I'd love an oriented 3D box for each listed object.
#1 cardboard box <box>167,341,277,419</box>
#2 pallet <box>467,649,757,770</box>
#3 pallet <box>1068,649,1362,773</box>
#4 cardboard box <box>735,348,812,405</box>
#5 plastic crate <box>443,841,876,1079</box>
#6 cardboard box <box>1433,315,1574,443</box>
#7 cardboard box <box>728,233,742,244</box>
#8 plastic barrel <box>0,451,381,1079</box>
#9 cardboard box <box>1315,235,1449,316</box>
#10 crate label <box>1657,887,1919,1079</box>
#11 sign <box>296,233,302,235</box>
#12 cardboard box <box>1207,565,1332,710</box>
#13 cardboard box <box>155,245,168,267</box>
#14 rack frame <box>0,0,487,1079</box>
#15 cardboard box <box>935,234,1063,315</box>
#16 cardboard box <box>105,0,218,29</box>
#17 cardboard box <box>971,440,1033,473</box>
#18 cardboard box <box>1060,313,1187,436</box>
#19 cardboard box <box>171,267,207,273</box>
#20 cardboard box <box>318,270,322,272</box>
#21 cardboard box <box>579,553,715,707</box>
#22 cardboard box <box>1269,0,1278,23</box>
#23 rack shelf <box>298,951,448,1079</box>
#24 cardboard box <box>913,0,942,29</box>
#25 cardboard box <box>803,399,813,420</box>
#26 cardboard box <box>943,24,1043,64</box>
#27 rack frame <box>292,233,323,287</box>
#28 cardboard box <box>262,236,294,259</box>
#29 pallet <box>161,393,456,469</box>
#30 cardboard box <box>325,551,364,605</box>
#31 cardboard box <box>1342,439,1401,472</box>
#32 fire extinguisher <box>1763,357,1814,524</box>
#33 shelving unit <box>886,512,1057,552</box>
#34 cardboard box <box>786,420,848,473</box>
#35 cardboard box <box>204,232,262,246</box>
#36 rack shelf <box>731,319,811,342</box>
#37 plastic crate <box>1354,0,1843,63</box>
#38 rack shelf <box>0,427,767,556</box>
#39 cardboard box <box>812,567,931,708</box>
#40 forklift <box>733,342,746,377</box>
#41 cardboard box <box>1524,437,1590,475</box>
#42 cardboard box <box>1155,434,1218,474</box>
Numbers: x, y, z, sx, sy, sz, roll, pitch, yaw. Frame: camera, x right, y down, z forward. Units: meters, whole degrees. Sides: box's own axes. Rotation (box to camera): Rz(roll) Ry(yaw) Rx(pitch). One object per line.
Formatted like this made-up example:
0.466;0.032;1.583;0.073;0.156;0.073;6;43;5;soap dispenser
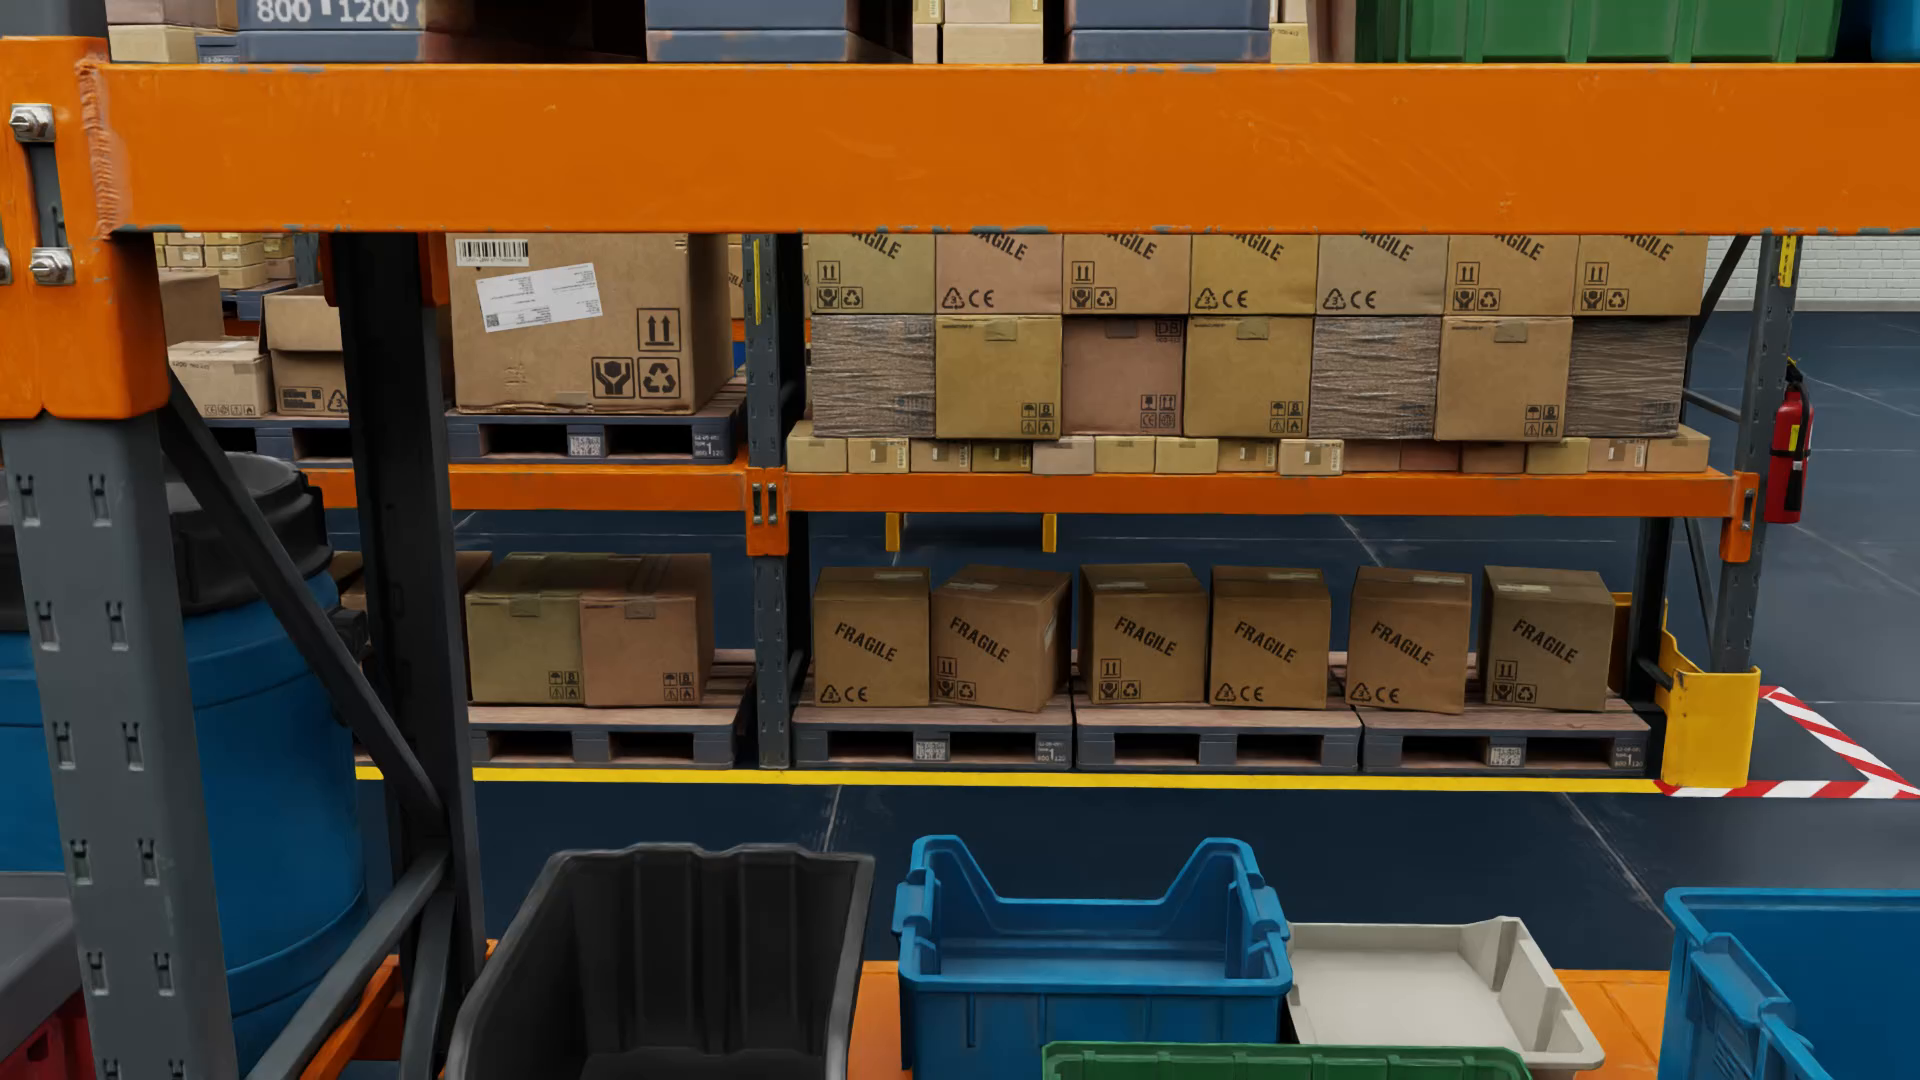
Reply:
-3.112;-0.679;7.005;0.500;0.250;0.500;0;15;0;cardboard box
-1.562;0.751;7.578;1.213;0.211;1.003;0;15;1;pallet
1.112;0.759;7.550;1.213;0.211;1.003;0;15;1;pallet
-1.178;-0.953;12.158;0.750;0.750;1.050;0;15;1;cardboard box
-0.390;0.737;2.289;0.504;0.338;0.767;0;15;1;plastic crate
2.163;-0.741;6.991;0.500;0.500;0.875;0;15;1;cardboard box
-1.566;-2.393;11.873;0.500;0.500;0.700;0;15;0;cardboard box
-1.288;0.349;2.655;0.708;0.901;0.600;0;15;1;plastic barrel
1.660;-1.188;6.724;0.500;0.500;0.500;0;15;1;cardboard box
1.242;0.737;2.098;0.616;0.435;0.502;0;15;1;crate label
-4.559;-2.266;11.433;0.005;0.325;0.100;0;15;1;sign
1.368;0.427;7.418;0.500;0.500;0.500;2;15;7;cardboard box
-5.590;-1.997;11.616;0.250;0.149;0.380;1;15;3;cardboard box
-0.910;0.670;2.420;0.053;2.616;0.949;0;15;1;rack frame
0.160;-1.197;6.758;0.500;0.500;0.500;0;15;1;cardboard box
-3.309;-2.284;6.562;0.500;0.500;0.500;0;15;0;cardboard box
0.174;-0.394;6.945;0.250;0.149;0.380;0;15;1;cardboard box
0.666;-0.776;7.121;0.500;0.500;0.875;0;15;1;cardboard box
-5.307;-1.852;11.649;0.250;0.149;0.380;0;15;1;cardboard box
-7.003;-2.360;17.246;0.875;0.875;0.875;1;15;3;cardboard box
-1.397;0.394;7.503;0.500;0.500;0.700;-1;15;-3;cardboard box
1.097;-2.090;6.515;0.250;0.149;0.380;1;15;3;cardboard box
-2.909;1.006;2.558;4.000;0.370;1.077;0;15;1;rack shelf
-0.198;-2.098;6.543;0.250;0.149;0.380;0;15;-1;cardboard box
-0.561;-0.544;7.515;0.250;0.149;0.380;0;15;1;cardboard box
0.189;-1.900;6.574;0.500;0.250;0.500;0;15;1;cardboard box
-4.554;-1.882;12.095;0.127;3.000;1.000;0;15;1;rack frame
-5.032;-2.162;12.241;0.250;0.149;0.380;1;15;4;cardboard box
-2.802;-0.523;7.318;1.213;0.211;1.003;0;15;1;pallet
-2.990;0.379;7.560;0.500;0.500;0.700;2;15;6;cardboard box
1.675;-0.398;6.960;0.250;0.149;0.380;0;15;1;cardboard box
3.318;-0.410;6.667;0.183;0.674;0.296;0;15;1;fire extinguisher
0.076;-0.725;10.647;1.083;1.500;0.587;0;15;1;shelving unit
-0.576;-0.393;6.940;0.250;0.149;0.380;0;15;1;cardboard box
-5.056;-2.138;11.566;0.250;0.149;0.380;0;15;-1;cardboard box
-2.555;-1.522;12.137;4.000;0.370;1.077;0;15;1;rack shelf
0.661;-0.597;1.759;0.450;0.188;0.336;0;15;1;plastic crate
-2.783;-0.257;7.346;4.000;0.370;1.077;0;15;1;rack shelf
-0.384;0.426;7.421;0.500;0.500;0.500;0;15;0;cardboard box
-2.947;-2.323;13.900;1.130;2.935;3.031;-12;19;-38;forklift
2.424;-0.384;6.908;0.250;0.149;0.380;0;15;1;cardboard box
0.924;-0.386;6.916;0.250;0.149;0.380;0;15;1;cardboard box
